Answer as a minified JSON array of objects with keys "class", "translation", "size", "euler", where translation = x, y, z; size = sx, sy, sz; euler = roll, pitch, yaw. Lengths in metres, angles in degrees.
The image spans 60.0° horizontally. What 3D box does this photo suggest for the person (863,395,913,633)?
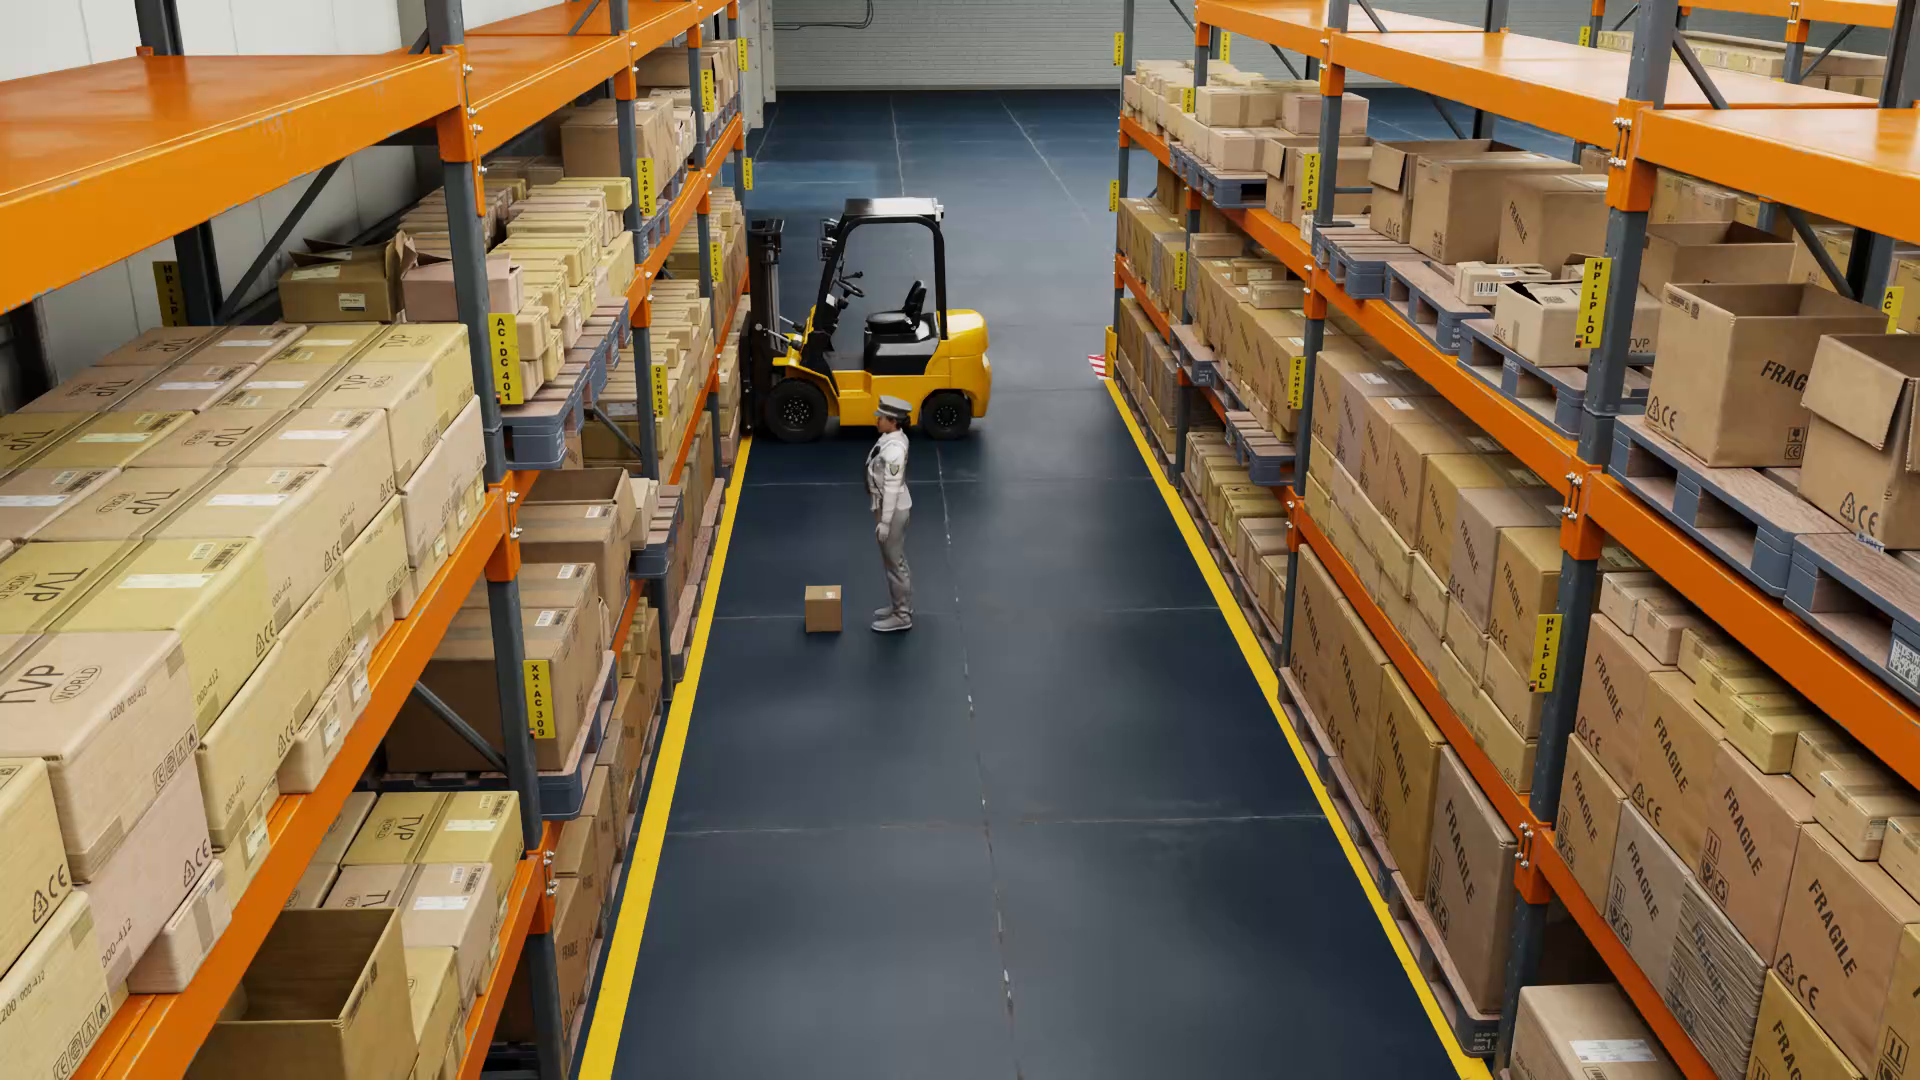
[{"class":"person","translation":[-0.490,-0.185,11.559],"size":[0.344,1.697,0.467],"euler":[-1,21,-2]}]
